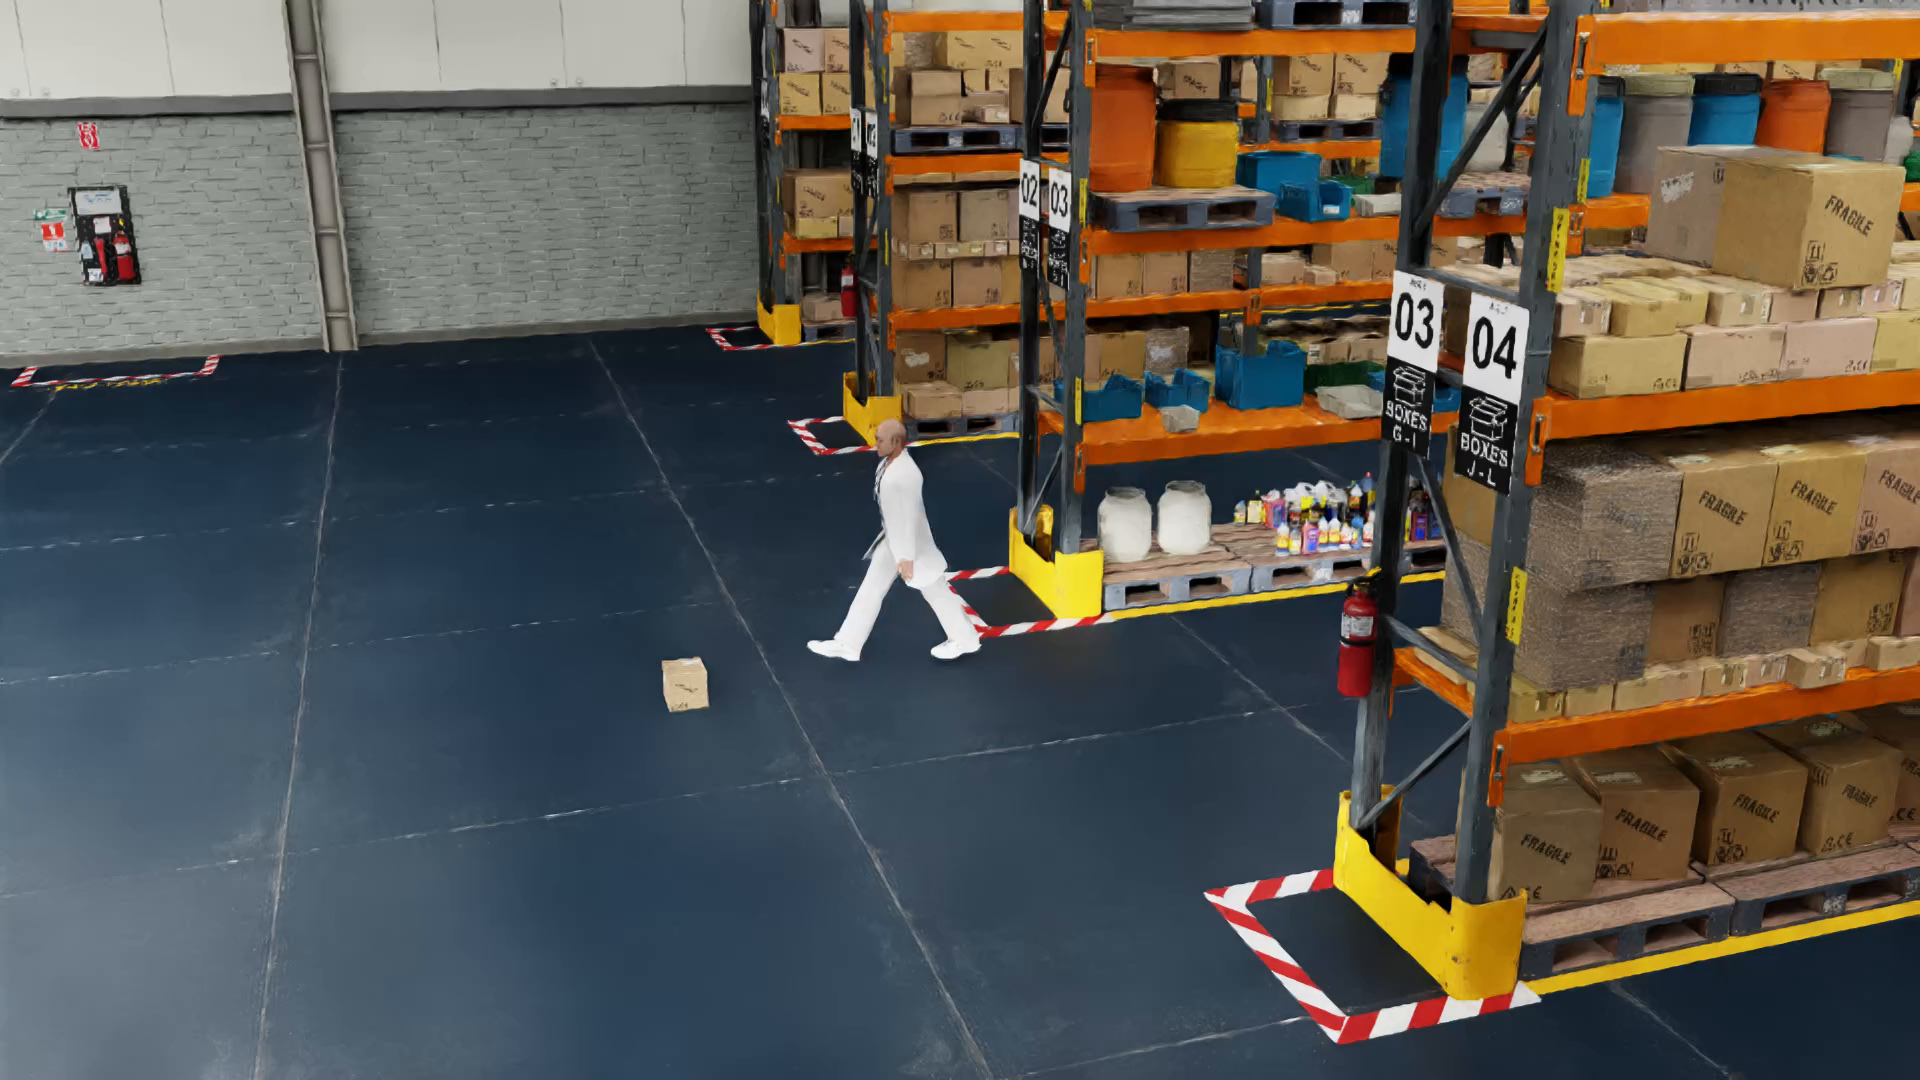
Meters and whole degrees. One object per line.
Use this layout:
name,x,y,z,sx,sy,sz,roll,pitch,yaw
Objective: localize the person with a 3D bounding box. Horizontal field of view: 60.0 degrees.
person,-0.424,0.014,11.067,1.177,1.699,0.595,-7,20,-20
